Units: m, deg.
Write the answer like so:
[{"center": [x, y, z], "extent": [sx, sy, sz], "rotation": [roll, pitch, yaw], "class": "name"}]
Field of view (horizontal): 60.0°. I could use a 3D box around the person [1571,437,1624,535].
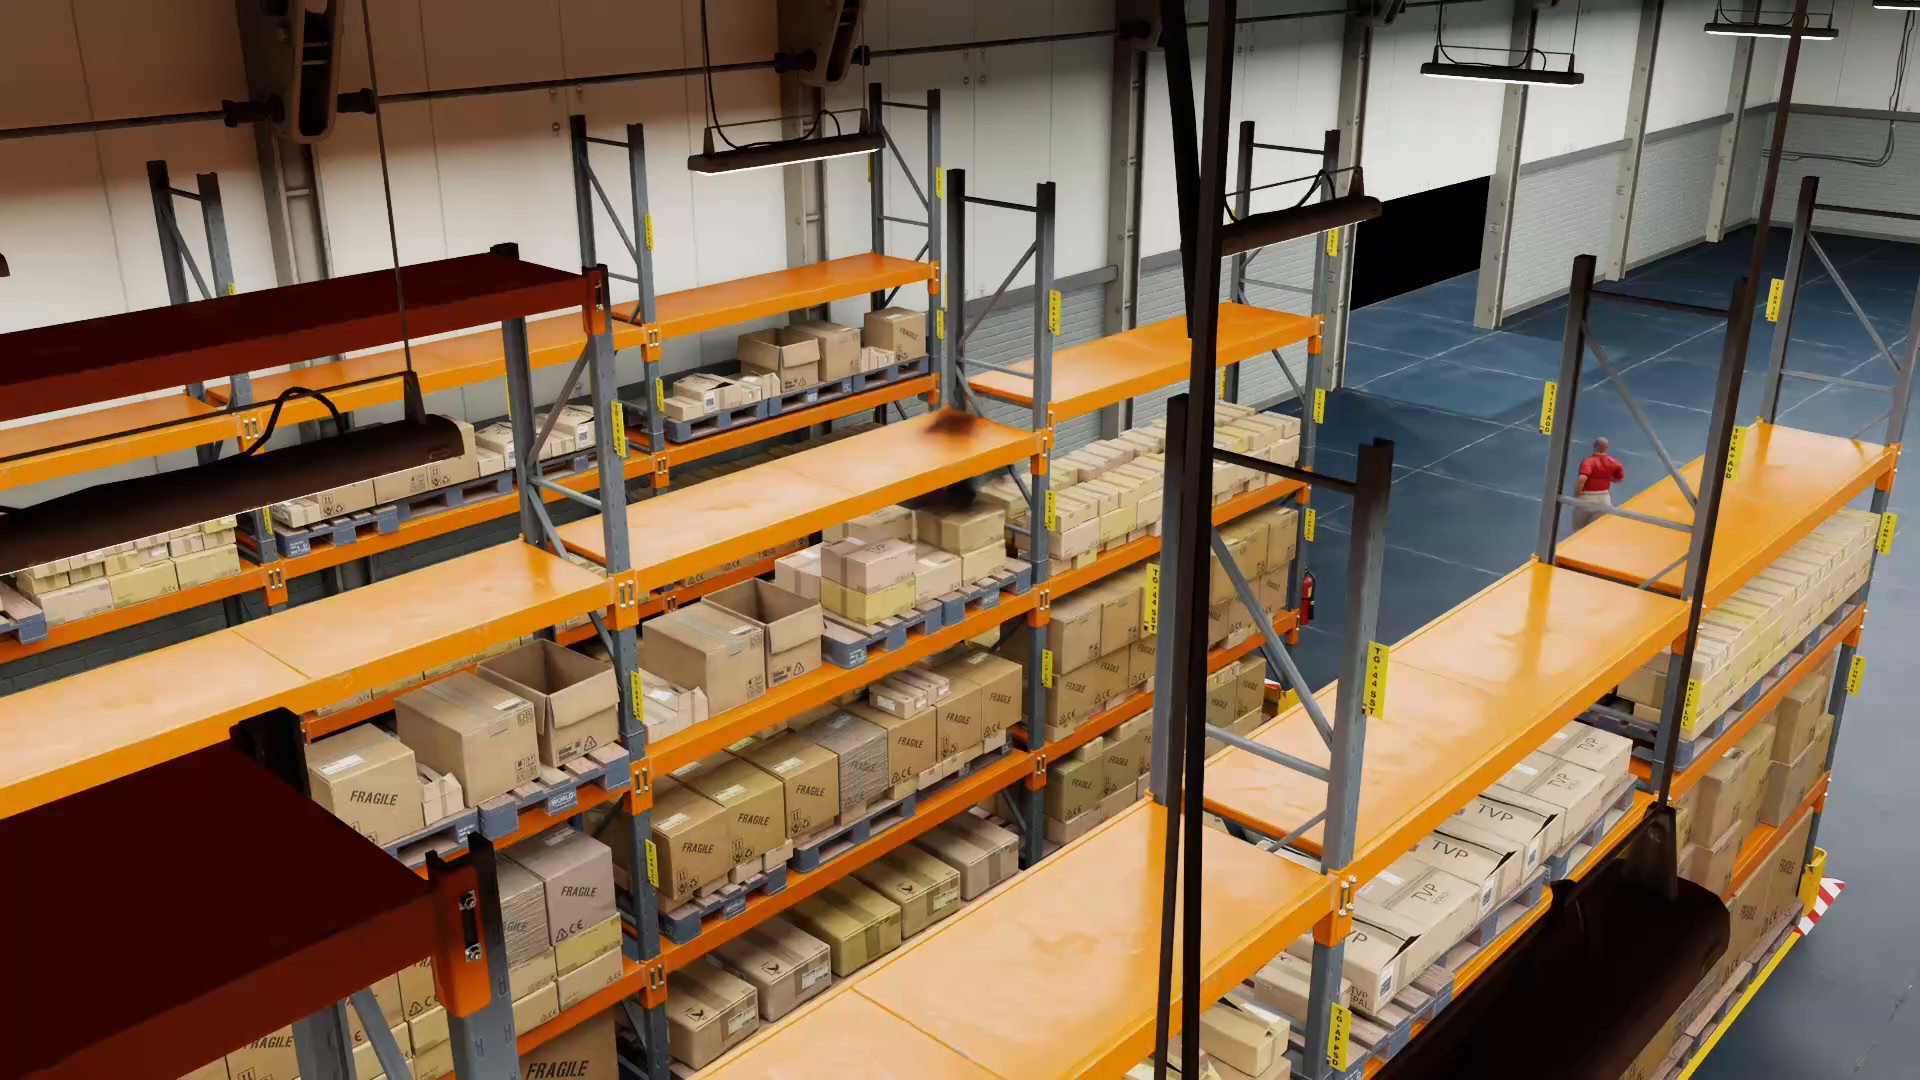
[{"center": [7.907, -0.444, 20.731], "extent": [0.682, 1.717, 0.950], "rotation": [-1, 21, -2], "class": "person"}]
